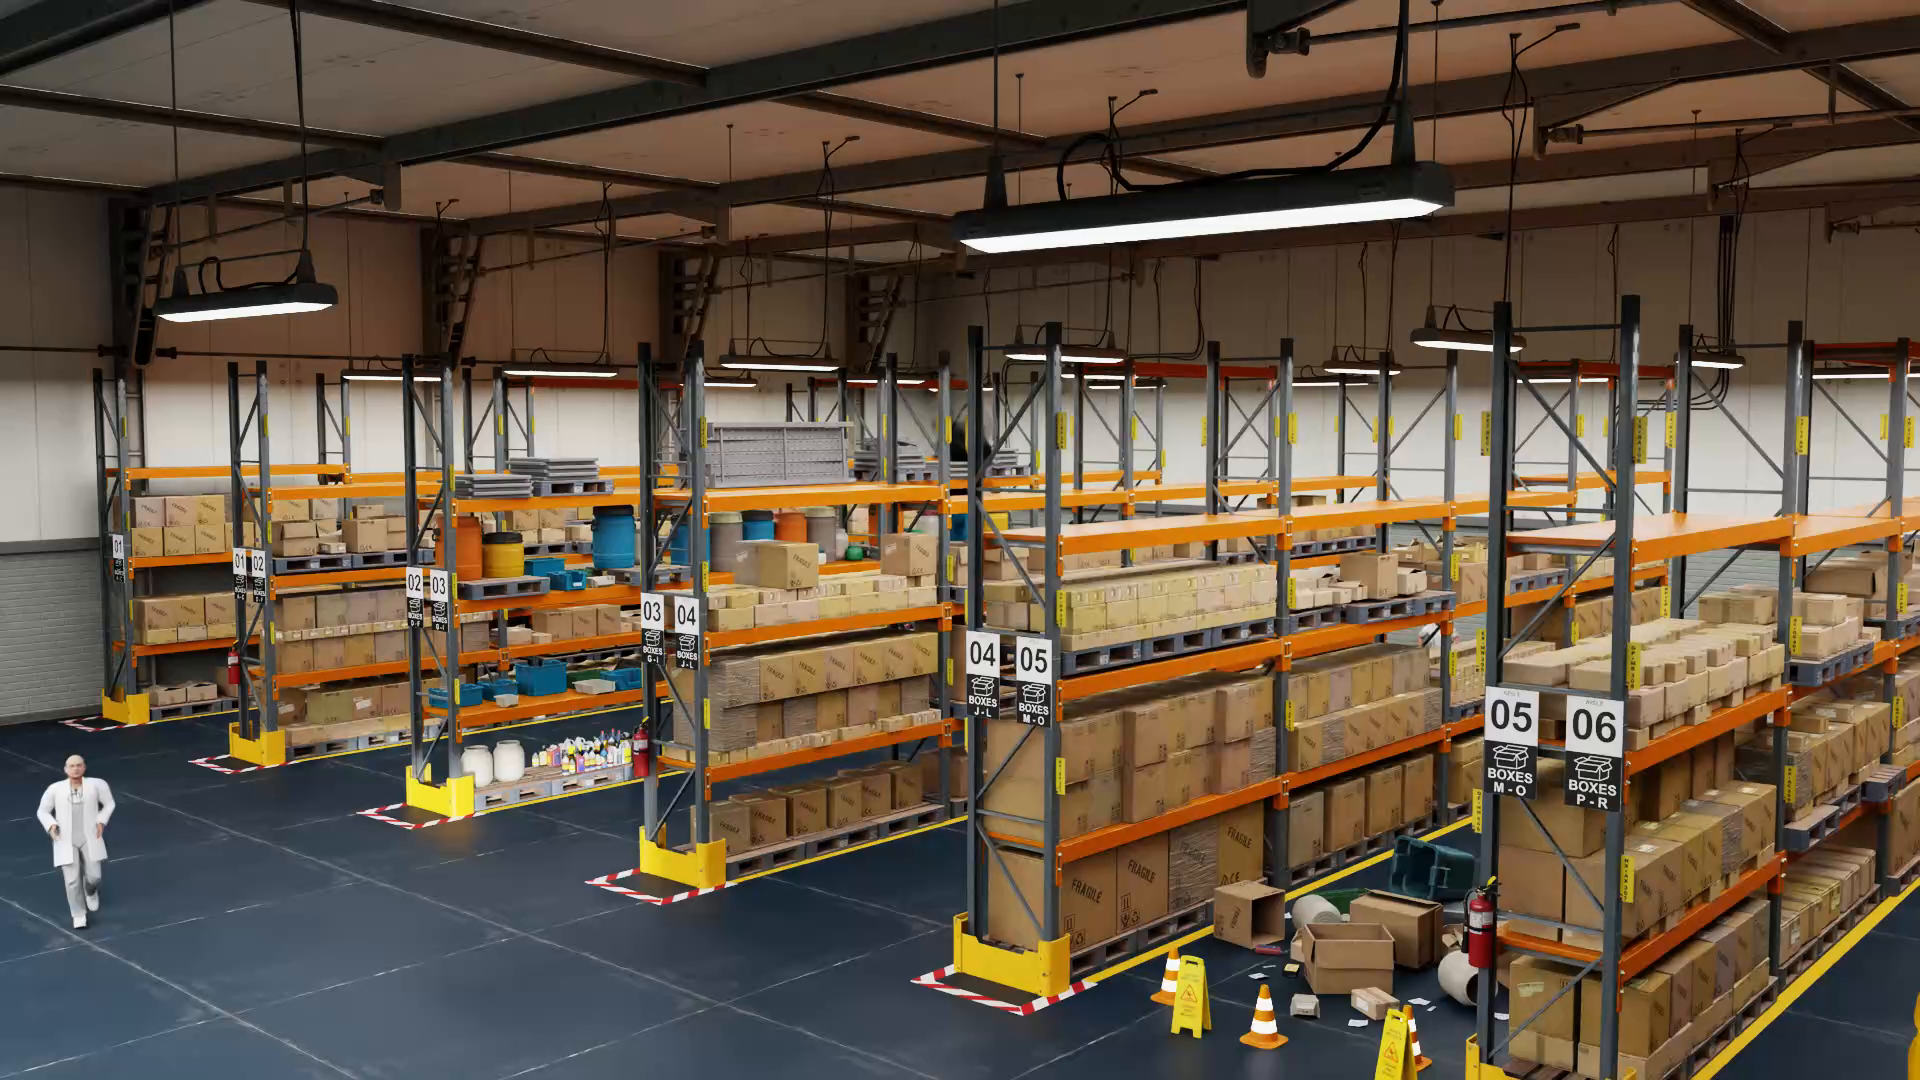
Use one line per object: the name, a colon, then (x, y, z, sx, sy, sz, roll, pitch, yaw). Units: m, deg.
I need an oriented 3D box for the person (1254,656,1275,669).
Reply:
person: (4.498, 2.457, 24.449, 0.701, 1.752, 0.990, 3, 5, 35)

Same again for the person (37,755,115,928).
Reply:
person: (-8.998, 3.051, 16.957, 0.707, 1.724, 0.668, -2, 5, -29)

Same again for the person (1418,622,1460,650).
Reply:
person: (8.628, 2.110, 29.875, 0.713, 1.797, 0.742, 0, 4, 3)
